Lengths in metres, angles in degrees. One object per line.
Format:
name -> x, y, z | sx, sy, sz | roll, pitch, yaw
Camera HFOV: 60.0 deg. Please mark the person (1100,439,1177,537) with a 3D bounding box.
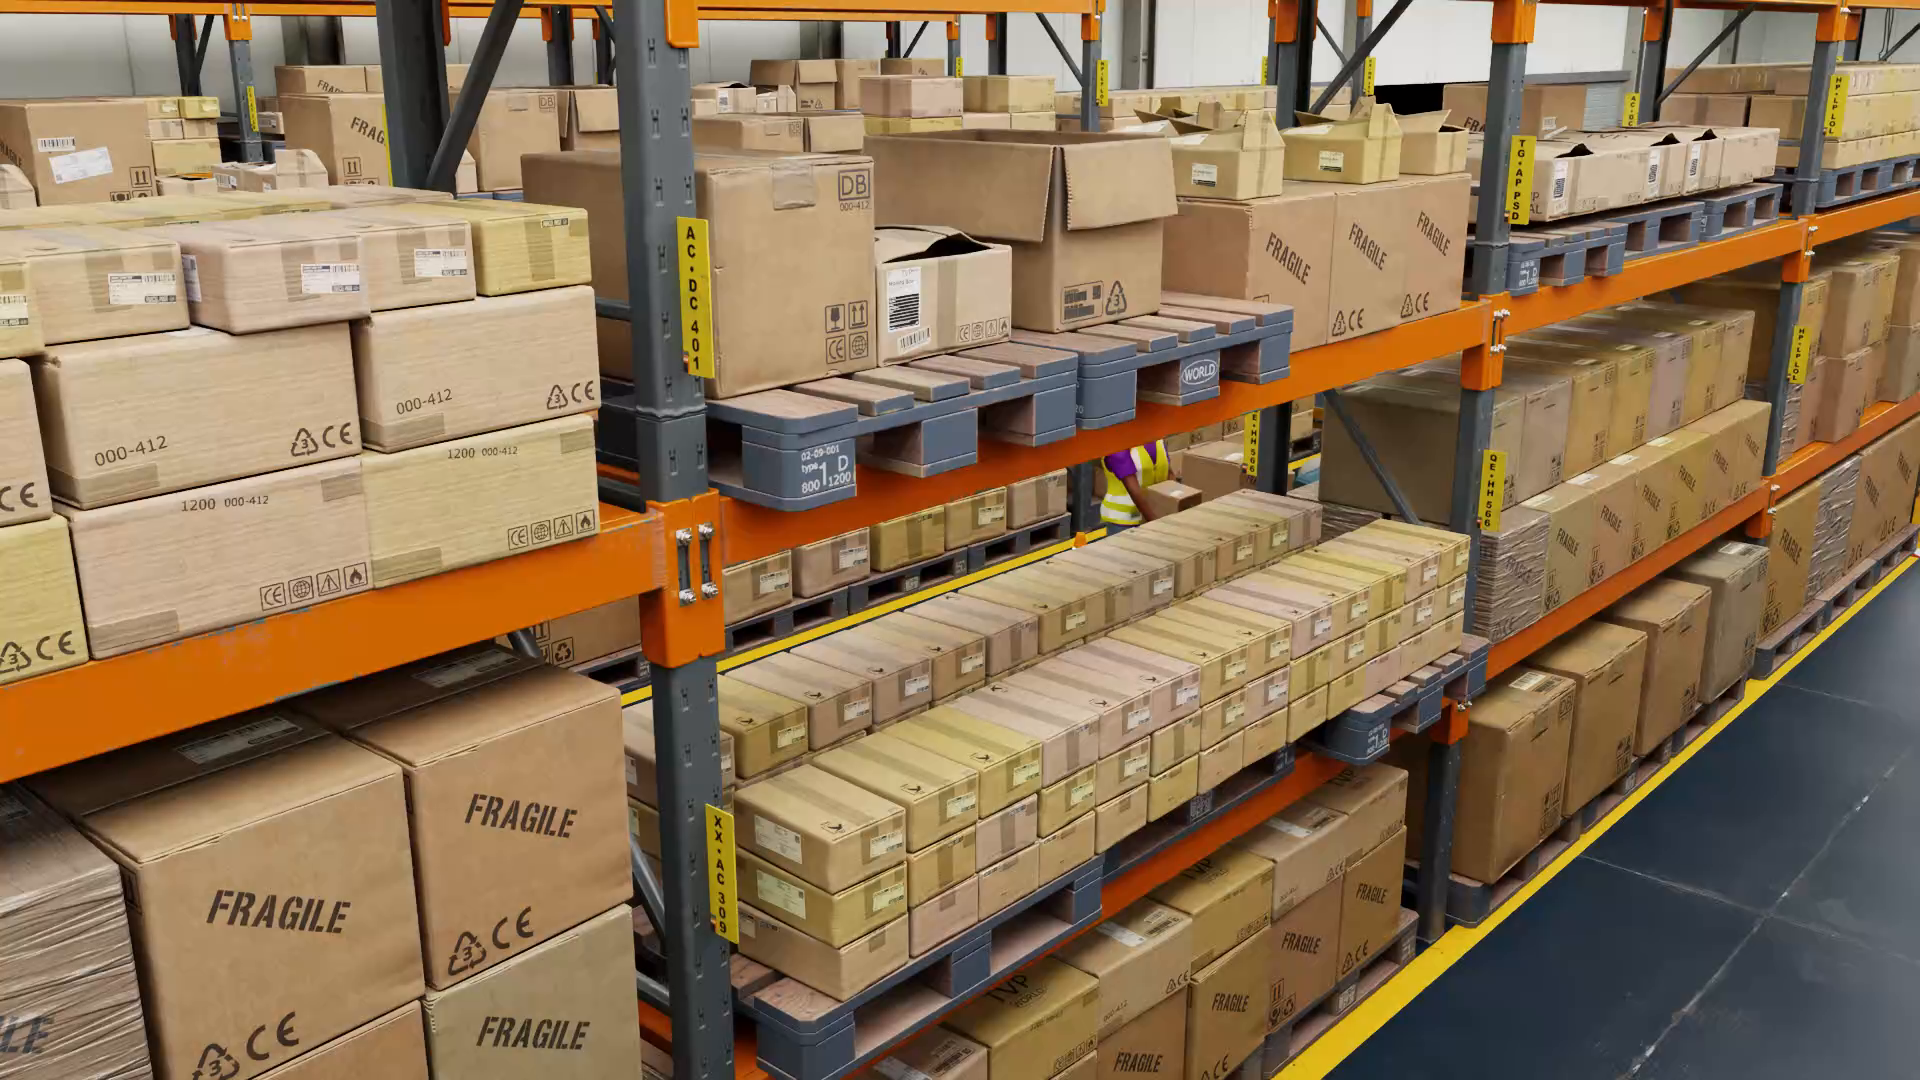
person -> 1.176, -0.101, 10.339 | 0.567, 1.763, 0.505 | 14, 22, 40
